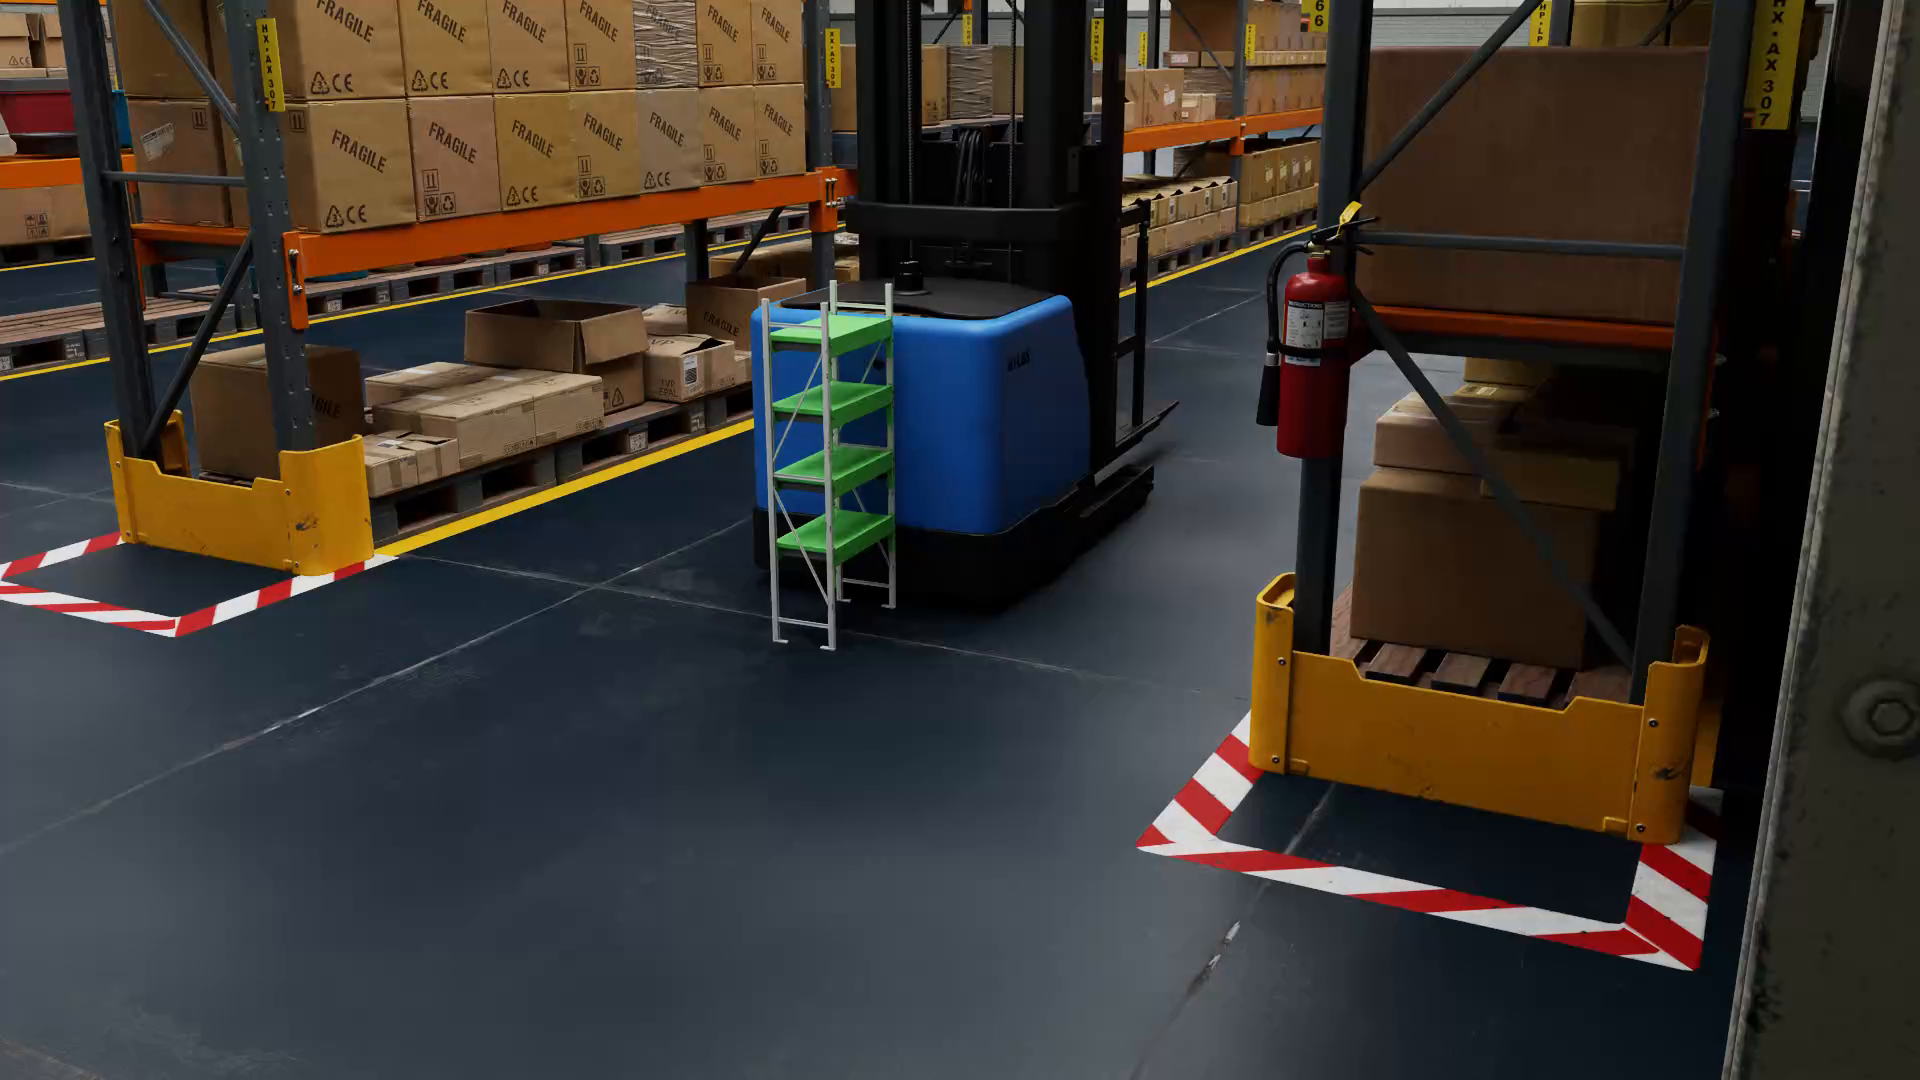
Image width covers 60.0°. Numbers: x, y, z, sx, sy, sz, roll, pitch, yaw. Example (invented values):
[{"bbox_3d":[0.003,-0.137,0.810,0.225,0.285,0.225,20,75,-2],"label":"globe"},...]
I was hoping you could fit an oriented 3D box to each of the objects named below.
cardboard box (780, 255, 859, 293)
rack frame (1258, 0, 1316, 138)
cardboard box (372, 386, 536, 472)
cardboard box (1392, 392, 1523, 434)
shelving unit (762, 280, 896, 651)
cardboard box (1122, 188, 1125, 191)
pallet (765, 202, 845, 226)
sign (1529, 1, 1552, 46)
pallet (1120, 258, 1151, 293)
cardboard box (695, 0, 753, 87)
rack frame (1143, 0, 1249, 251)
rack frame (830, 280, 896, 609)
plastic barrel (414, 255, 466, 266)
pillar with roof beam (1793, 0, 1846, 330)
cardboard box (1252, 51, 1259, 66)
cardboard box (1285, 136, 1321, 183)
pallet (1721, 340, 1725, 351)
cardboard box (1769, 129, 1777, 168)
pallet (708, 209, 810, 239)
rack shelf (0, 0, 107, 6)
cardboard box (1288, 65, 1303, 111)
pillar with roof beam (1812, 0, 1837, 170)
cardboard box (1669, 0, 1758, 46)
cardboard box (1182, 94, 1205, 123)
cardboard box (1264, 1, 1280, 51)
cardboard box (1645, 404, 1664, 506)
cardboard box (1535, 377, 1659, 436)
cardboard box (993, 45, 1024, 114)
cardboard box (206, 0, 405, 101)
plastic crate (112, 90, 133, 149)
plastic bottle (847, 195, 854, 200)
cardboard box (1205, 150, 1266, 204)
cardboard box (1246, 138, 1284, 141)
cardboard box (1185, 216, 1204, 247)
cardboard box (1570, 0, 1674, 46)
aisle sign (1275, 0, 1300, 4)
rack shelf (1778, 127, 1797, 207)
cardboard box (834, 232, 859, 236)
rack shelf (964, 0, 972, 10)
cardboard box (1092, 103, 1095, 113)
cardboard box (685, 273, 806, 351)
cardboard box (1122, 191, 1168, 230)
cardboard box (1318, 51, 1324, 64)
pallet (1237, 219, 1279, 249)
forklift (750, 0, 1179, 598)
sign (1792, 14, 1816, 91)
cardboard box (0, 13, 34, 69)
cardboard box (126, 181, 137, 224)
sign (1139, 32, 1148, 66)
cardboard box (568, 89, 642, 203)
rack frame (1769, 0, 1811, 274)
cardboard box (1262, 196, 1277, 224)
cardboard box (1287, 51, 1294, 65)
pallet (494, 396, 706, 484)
[{"bbox_3d":[-0.783,-1.511,10.460,0.500,0.500,0.500,7,18,23],"label":"cardboard box"},{"bbox_3d":[4.145,-5.463,20.148,1.000,3.000,0.127,8,18,25],"label":"rack frame"},{"bbox_3d":[-2.285,-0.510,7.529,0.500,0.250,0.500,8,18,25],"label":"cardboard box"},{"bbox_3d":[1.660,-0.384,5.562,0.380,0.149,0.250,9,19,27],"label":"cardboard box"},{"bbox_3d":[-0.446,-0.271,5.831,0.258,1.200,0.503,7,18,22],"label":"shelving unit"},{"bbox_3d":[1.264,-3.130,15.402,0.500,0.311,0.500,9,19,27],"label":"cardboard box"},{"bbox_3d":[-1.735,-3.904,19.797,1.003,0.211,1.213,8,18,25],"label":"pallet"},{"bbox_3d":[2.726,-2.360,7.808,0.100,0.325,0.005,8,18,25],"label":"sign"},{"bbox_3d":[0.973,-2.293,14.373,1.003,0.211,1.213,8,18,25],"label":"pallet"},{"bbox_3d":[-1.438,-2.641,8.715,0.500,0.500,0.500,8,18,24],"label":"cardboard box"},{"bbox_3d":[2.357,-4.444,16.717,1.000,3.000,0.127,8,18,25],"label":"rack frame"},{"bbox_3d":[-0.350,-0.335,6.046,0.240,1.200,0.015,7,18,22],"label":"rack frame"},{"bbox_3d":[-4.568,-2.687,14.300,0.600,0.588,0.708,8,18,25],"label":"plastic barrel"},{"bbox_3d":[2.507,-6.440,12.902,9.100,9.000,0.400,8,18,25],"label":"pillar with roof beam"},{"bbox_3d":[2.876,-4.976,17.196,0.380,0.149,0.250,8,18,24],"label":"cardboard box"},{"bbox_3d":[4.171,-4.531,19.785,0.500,0.500,0.500,8,18,25],"label":"cardboard box"},{"bbox_3d":[4.583,-1.268,10.921,1.003,0.211,1.213,8,18,25],"label":"pallet"},{"bbox_3d":[3.647,-2.062,7.965,0.500,0.500,0.500,7,18,23],"label":"cardboard box"},{"bbox_3d":[-2.389,-3.533,18.549,1.003,0.211,1.213,8,18,25],"label":"pallet"},{"bbox_3d":[-14.475,-8.568,26.599,1.077,0.370,4.000,8,18,25],"label":"rack shelf"},{"bbox_3d":[3.467,-5.133,18.863,0.700,0.500,0.500,8,18,26],"label":"cardboard box"},{"bbox_3d":[10.550,-11.025,28.339,9.100,9.000,0.400,8,18,25],"label":"pillar with roof beam"},{"bbox_3d":[3.654,-2.420,7.855,0.500,0.250,0.500,9,19,27],"label":"cardboard box"},{"bbox_3d":[2.129,-4.132,15.904,0.396,0.266,0.258,8,18,24],"label":"cardboard box"},{"bbox_3d":[2.999,-5.484,17.765,0.700,0.500,0.500,8,18,25],"label":"cardboard box"},{"bbox_3d":[2.563,-0.475,7.007,0.700,0.500,0.500,8,18,25],"label":"cardboard box"},{"bbox_3d":[2.226,-0.463,5.829,0.380,0.149,0.250,8,18,26],"label":"cardboard box"},{"bbox_3d":[0.389,-3.499,12.625,0.700,0.500,0.500,2,17,7],"label":"cardboard box"},{"bbox_3d":[-2.571,-1.994,6.537,0.500,0.500,0.500,9,19,27],"label":"cardboard box"},{"bbox_3d":[-5.551,-2.896,11.429,0.392,0.384,0.575,8,18,25],"label":"plastic crate"},{"bbox_3d":[-1.341,-4.169,19.671,0.144,0.351,0.185,9,19,27],"label":"plastic bottle"},{"bbox_3d":[2.845,-3.765,17.206,0.500,0.500,0.500,8,18,25],"label":"cardboard box"},{"bbox_3d":[3.484,-4.469,19.578,0.500,0.500,0.500,8,18,25],"label":"cardboard box"},{"bbox_3d":[1.975,-2.925,15.697,0.500,0.250,0.500,9,19,27],"label":"cardboard box"},{"bbox_3d":[3.196,-2.488,8.082,0.500,0.250,0.500,9,19,27],"label":"cardboard box"},{"bbox_3d":[3.900,-6.764,19.965,0.394,0.787,0.004,8,18,25],"label":"aisle sign"},{"bbox_3d":[5.897,-2.960,12.986,1.077,0.370,4.000,8,18,25],"label":"rack shelf"},{"bbox_3d":[-0.575,-1.963,11.983,0.500,0.500,0.500,7,18,24],"label":"cardboard box"},{"bbox_3d":[-1.179,-6.677,20.233,1.077,0.370,4.000,8,18,25],"label":"rack shelf"},{"bbox_3d":[0.771,-3.469,13.593,0.500,0.311,0.500,9,19,29],"label":"cardboard box"},{"bbox_3d":[-1.218,-1.237,9.540,0.500,0.500,0.500,8,18,25],"label":"cardboard box"},{"bbox_3d":[1.524,-2.937,14.753,0.500,0.311,0.500,8,18,24],"label":"cardboard box"},{"bbox_3d":[4.029,-5.633,19.407,0.380,0.149,0.250,9,19,27],"label":"cardboard box"},{"bbox_3d":[2.750,-3.304,17.778,1.003,0.211,1.213,8,18,25],"label":"pallet"},{"bbox_3d":[0.244,-1.569,7.158,1.130,2.935,3.031,7,18,22],"label":"forklift"},{"bbox_3d":[3.713,-2.159,7.367,0.100,0.325,0.005,8,18,25],"label":"sign"},{"bbox_3d":[-9.219,-4.693,15.621,0.797,0.503,0.637,9,19,27],"label":"cardboard box"},{"bbox_3d":[-8.618,-3.696,17.193,1.225,0.875,0.875,7,18,23],"label":"cardboard box"},{"bbox_3d":[1.860,-4.967,16.819,0.100,0.325,0.005,8,18,25],"label":"sign"},{"bbox_3d":[-1.893,-1.901,7.981,0.500,0.500,0.500,8,18,26],"label":"cardboard box"},{"bbox_3d":[6.791,-3.814,14.599,1.000,3.000,0.127,8,18,25],"label":"rack frame"},{"bbox_3d":[3.064,-3.533,17.743,0.500,0.250,0.500,8,18,25],"label":"cardboard box"},{"bbox_3d":[3.453,-5.305,18.301,0.380,0.149,0.250,8,18,25],"label":"cardboard box"},{"bbox_3d":[-2.069,-0.582,8.615,1.003,0.211,1.213,8,18,25],"label":"pallet"}]
